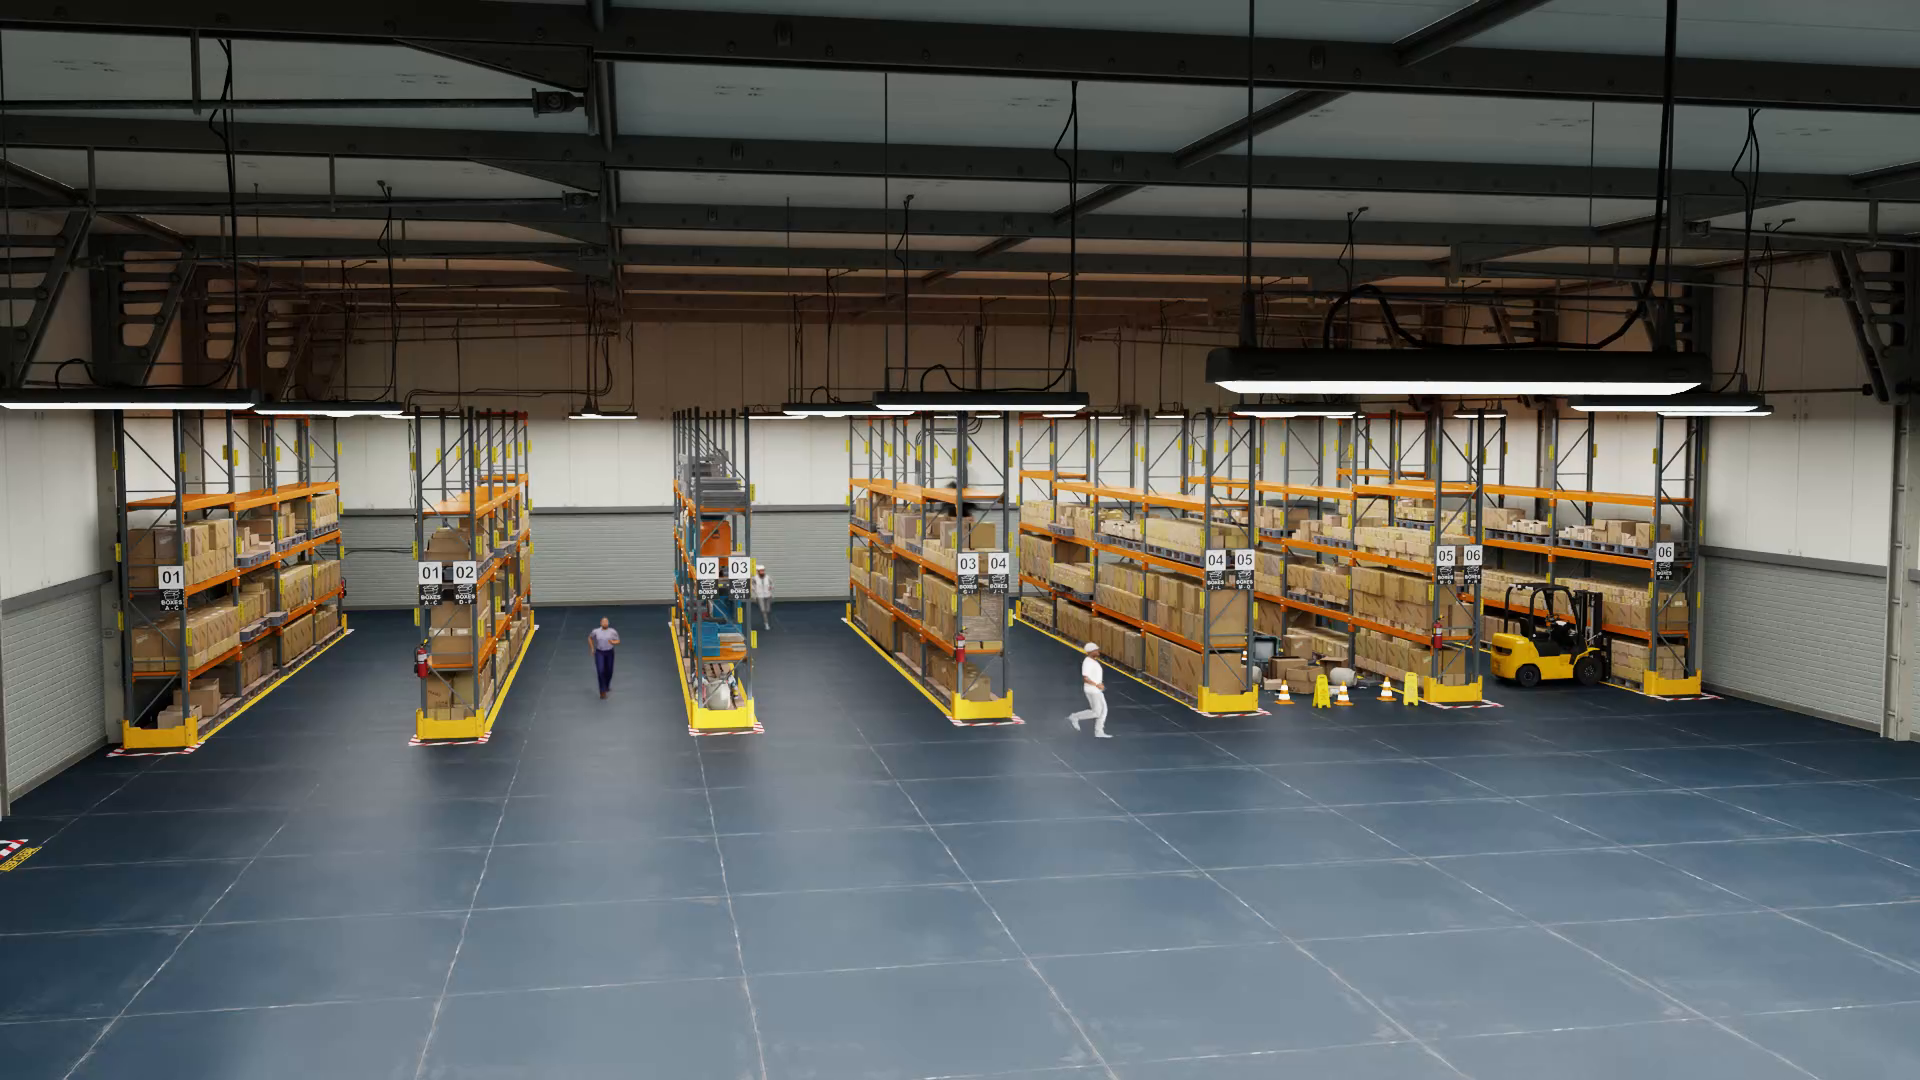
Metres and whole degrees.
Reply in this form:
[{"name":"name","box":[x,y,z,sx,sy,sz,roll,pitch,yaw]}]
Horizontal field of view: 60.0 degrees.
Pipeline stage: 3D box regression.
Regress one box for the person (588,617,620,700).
[{"name":"person","box":[-7.393,2.425,34.620,0.596,1.668,0.903,-2,4,-22]}]

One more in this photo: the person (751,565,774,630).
[{"name":"person","box":[-5.468,1.581,46.006,0.668,1.779,0.858,-2,4,-21]}]

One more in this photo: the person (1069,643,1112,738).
[{"name":"person","box":[2.370,2.721,30.084,0.780,1.738,0.699,1,4,12]}]

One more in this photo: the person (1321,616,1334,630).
[{"name":"person","box":[9.724,1.667,44.306,0.635,1.836,0.766,-1,4,-15]}]
